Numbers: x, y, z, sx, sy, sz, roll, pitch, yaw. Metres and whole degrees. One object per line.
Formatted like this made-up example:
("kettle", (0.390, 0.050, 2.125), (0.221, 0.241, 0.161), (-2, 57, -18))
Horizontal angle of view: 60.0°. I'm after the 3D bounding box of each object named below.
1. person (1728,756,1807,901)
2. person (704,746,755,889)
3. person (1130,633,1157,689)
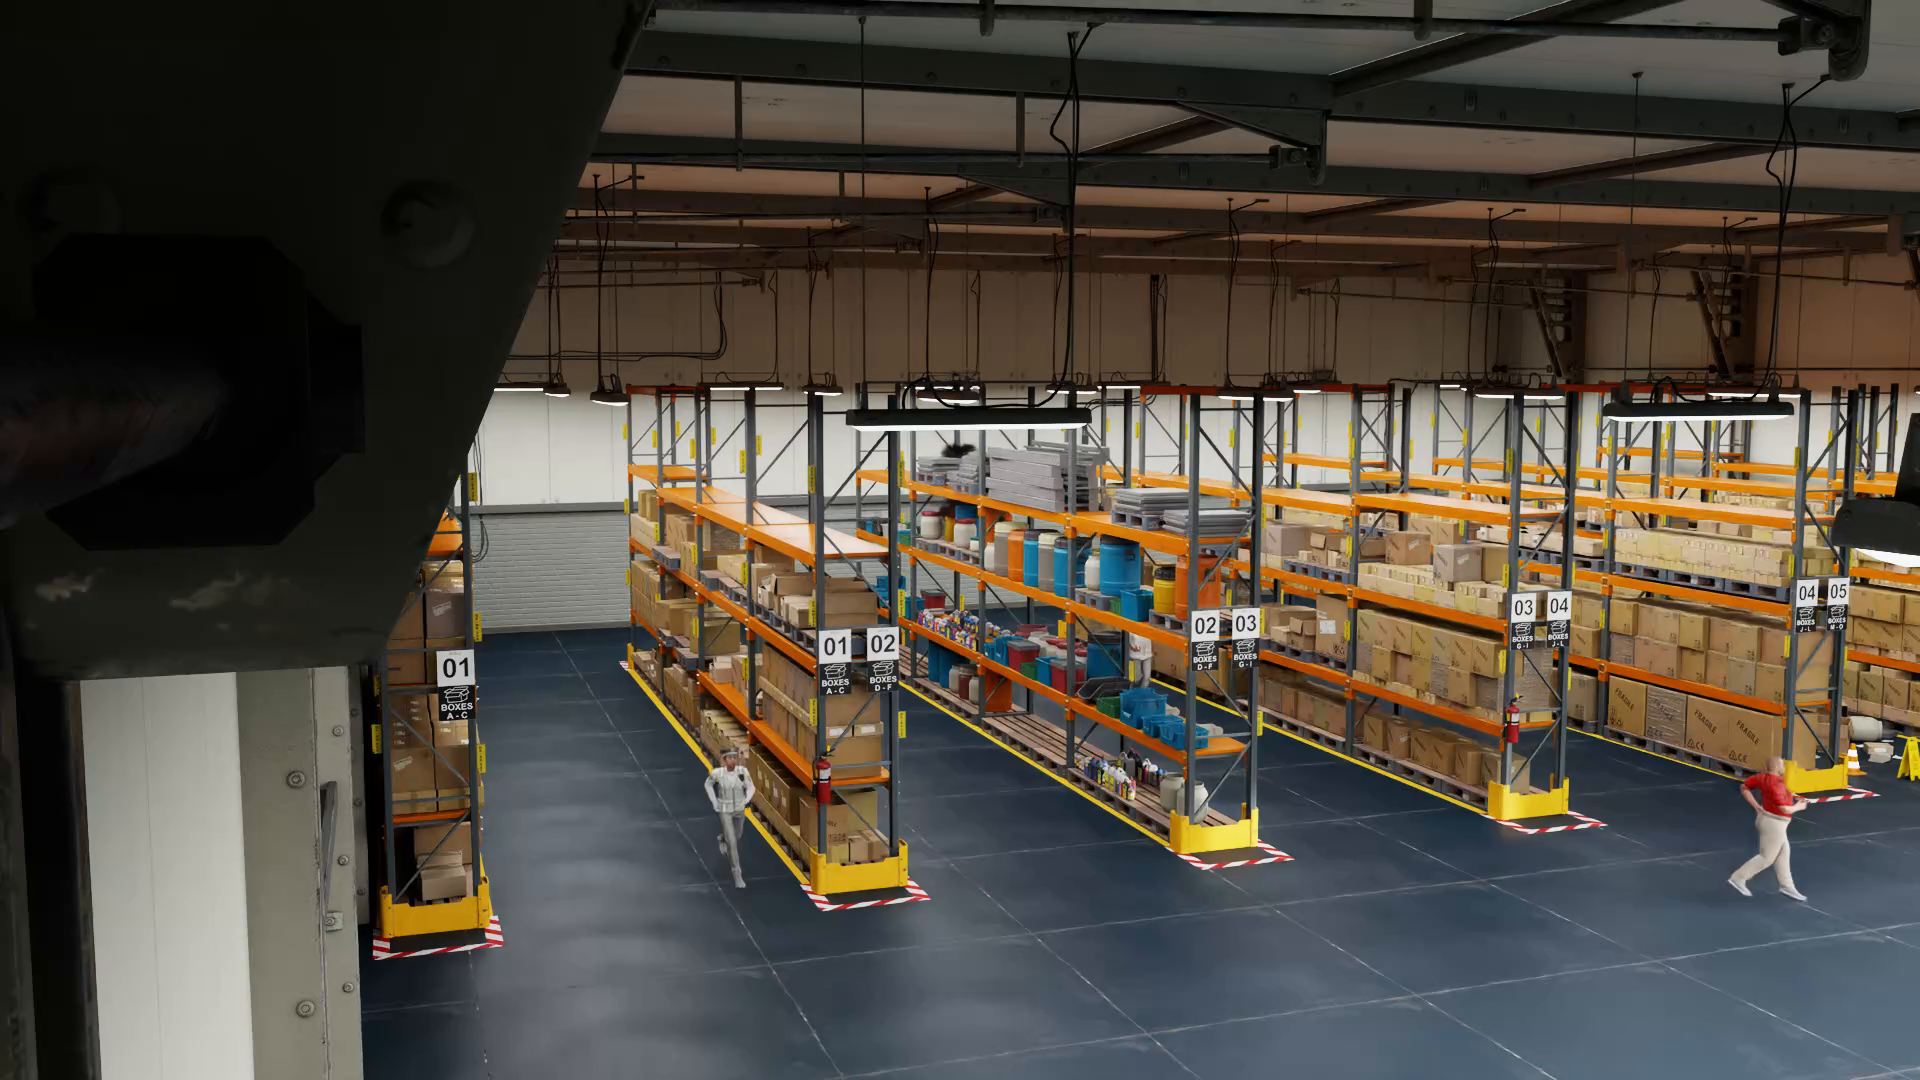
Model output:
("person", (9.617, 3.430, 19.726), (0.938, 1.766, 0.646), (1, 6, 7))
("person", (-2.845, 3.381, 20.698), (0.578, 1.715, 1.077), (-3, 7, -28))
("person", (3.408, 2.217, 31.487), (0.713, 1.734, 0.737), (-2, 6, -17))
